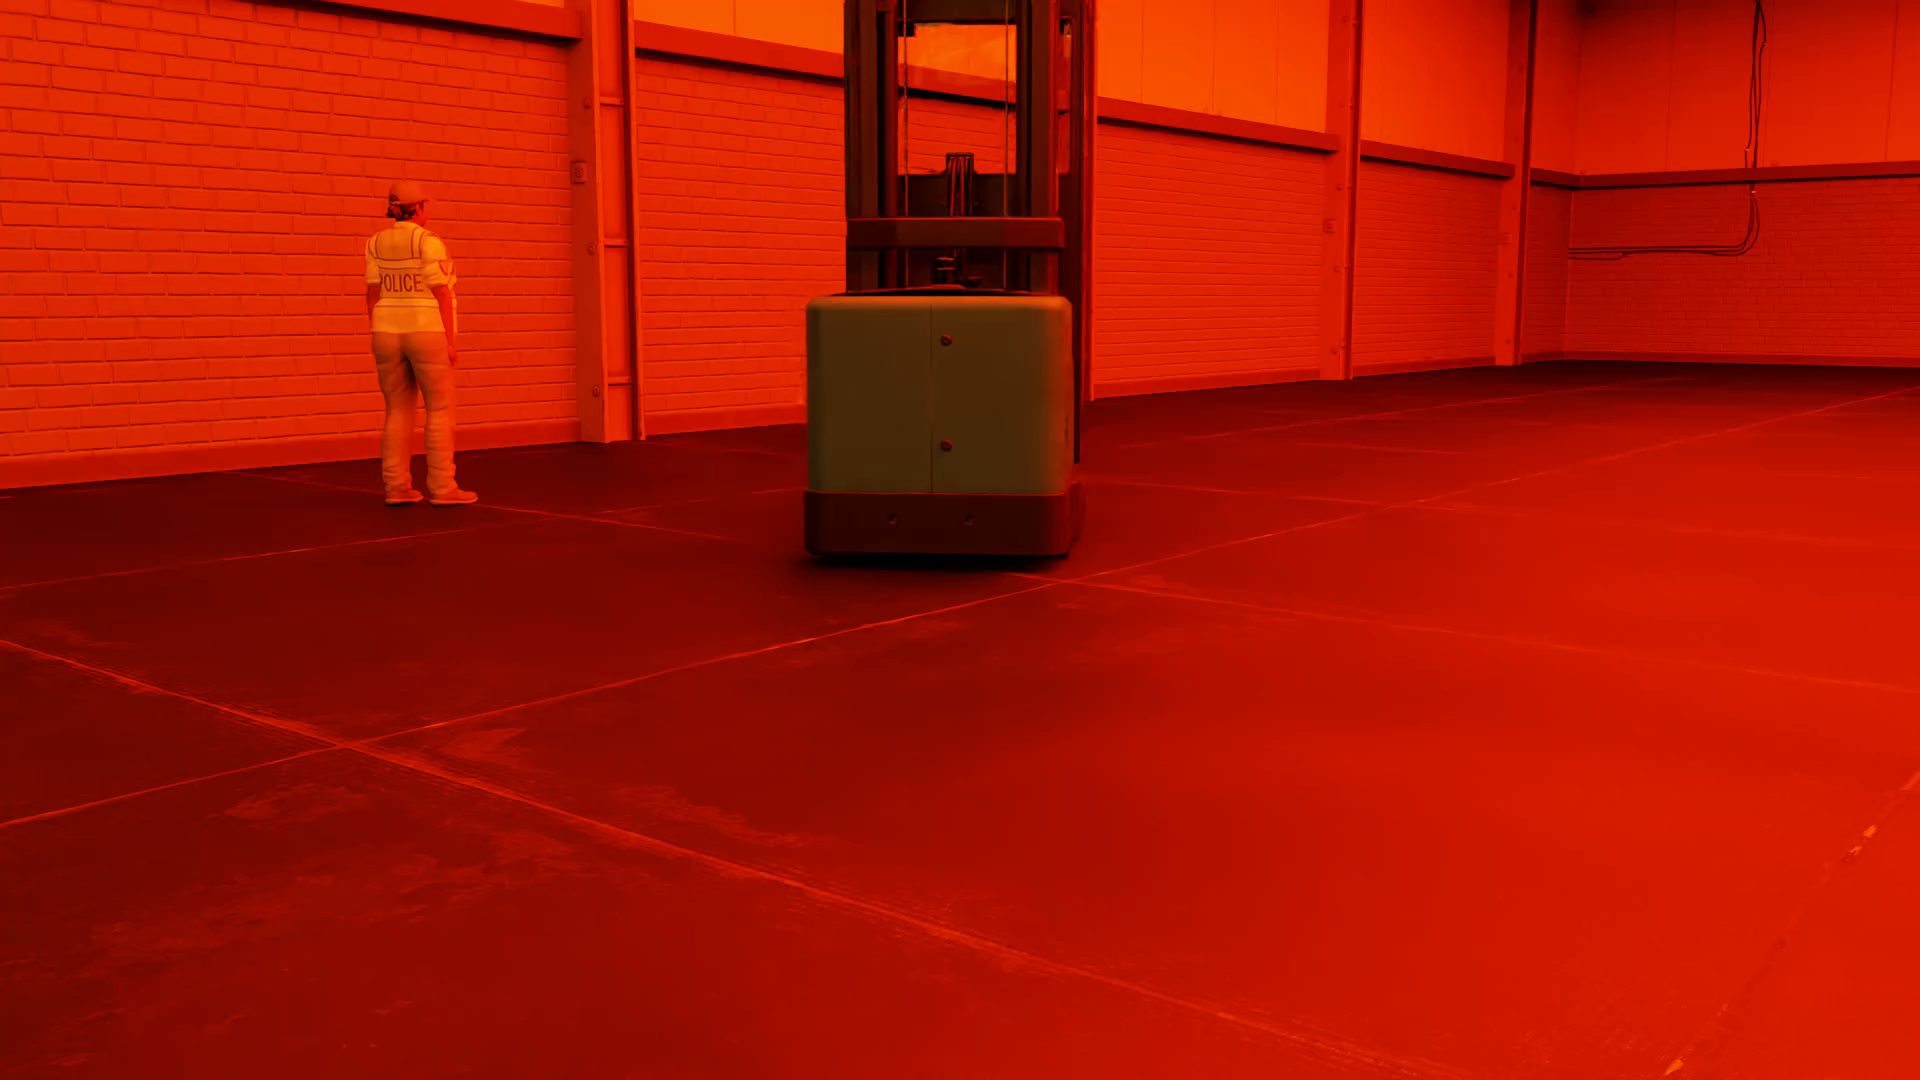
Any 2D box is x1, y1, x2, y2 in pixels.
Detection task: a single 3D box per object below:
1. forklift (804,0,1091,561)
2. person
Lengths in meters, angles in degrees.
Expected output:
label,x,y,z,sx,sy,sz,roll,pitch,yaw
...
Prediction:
label,x,y,z,sx,sy,sz,roll,pitch,yaw
forklift,0.047,-1.542,7.817,1.130,2.935,3.031,1,8,6
person,-2.803,-1.012,8.587,0.480,1.669,0.389,2,9,15
